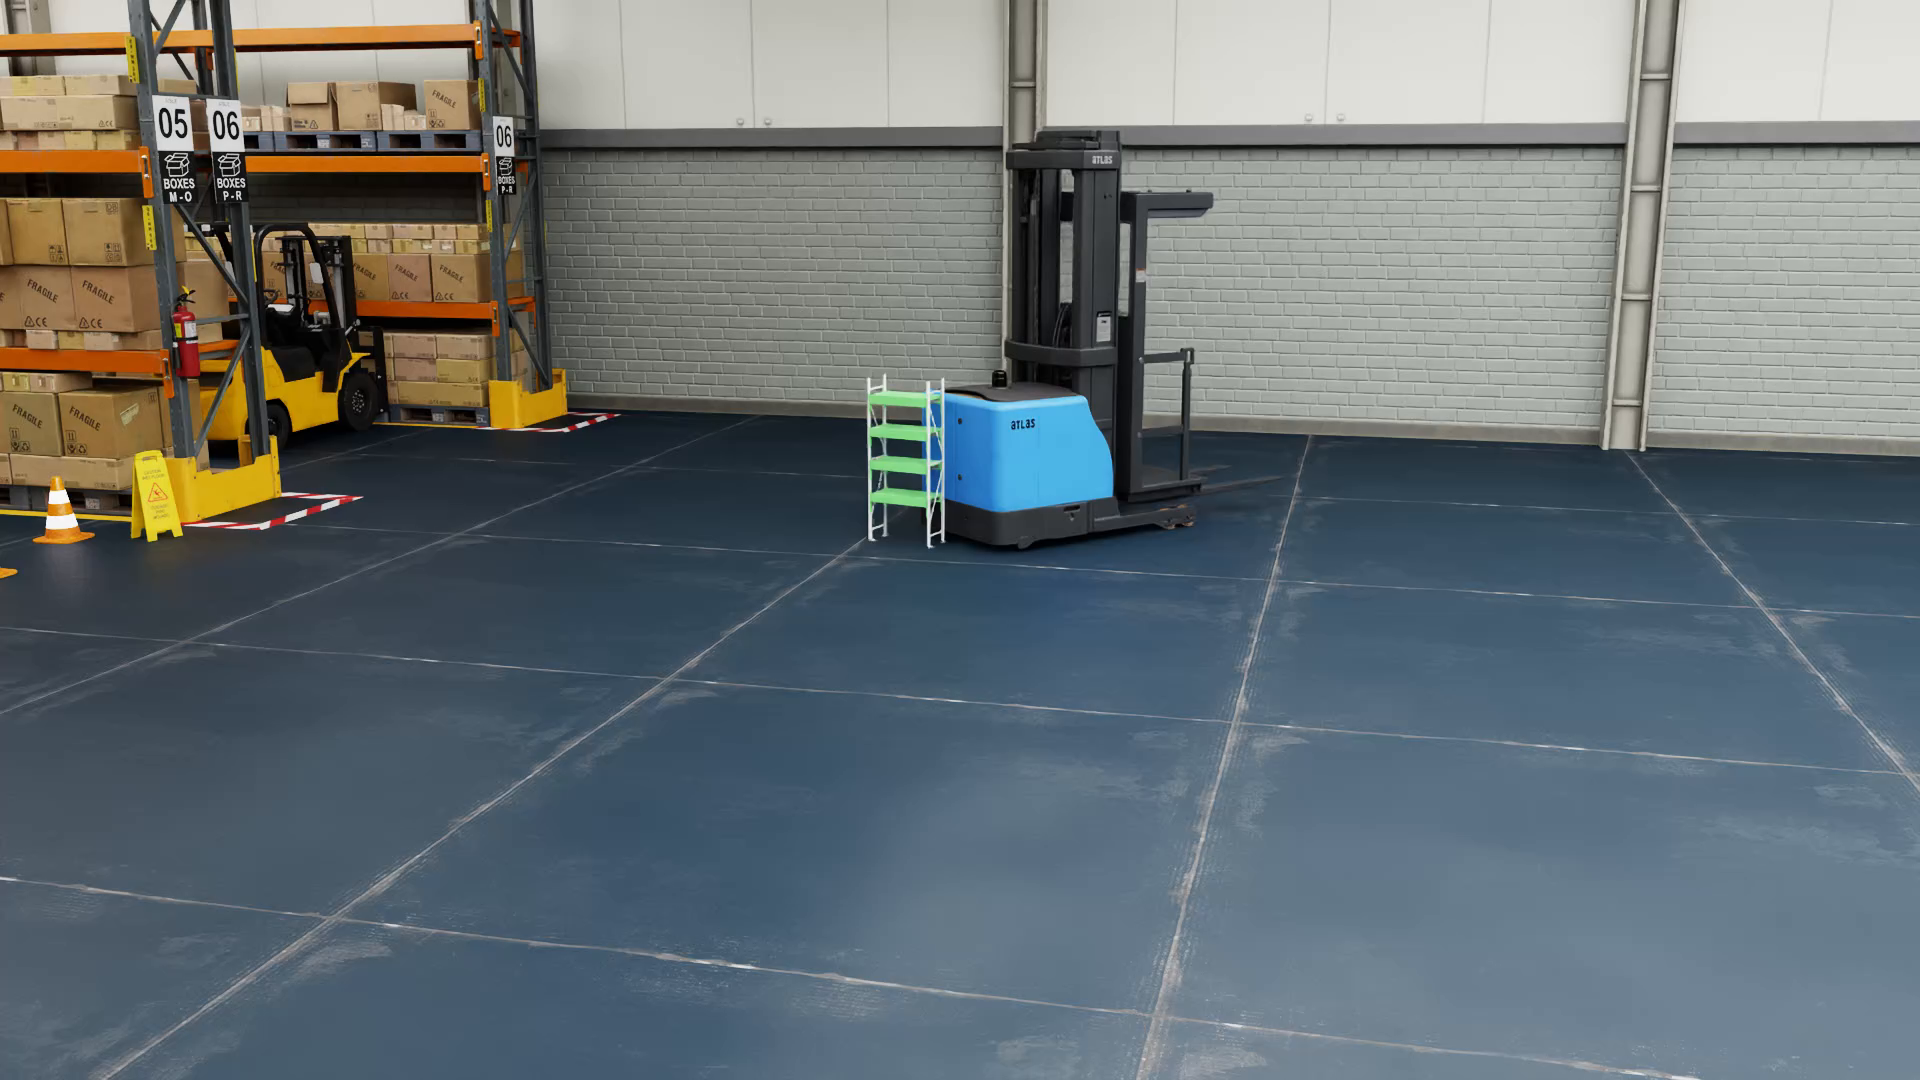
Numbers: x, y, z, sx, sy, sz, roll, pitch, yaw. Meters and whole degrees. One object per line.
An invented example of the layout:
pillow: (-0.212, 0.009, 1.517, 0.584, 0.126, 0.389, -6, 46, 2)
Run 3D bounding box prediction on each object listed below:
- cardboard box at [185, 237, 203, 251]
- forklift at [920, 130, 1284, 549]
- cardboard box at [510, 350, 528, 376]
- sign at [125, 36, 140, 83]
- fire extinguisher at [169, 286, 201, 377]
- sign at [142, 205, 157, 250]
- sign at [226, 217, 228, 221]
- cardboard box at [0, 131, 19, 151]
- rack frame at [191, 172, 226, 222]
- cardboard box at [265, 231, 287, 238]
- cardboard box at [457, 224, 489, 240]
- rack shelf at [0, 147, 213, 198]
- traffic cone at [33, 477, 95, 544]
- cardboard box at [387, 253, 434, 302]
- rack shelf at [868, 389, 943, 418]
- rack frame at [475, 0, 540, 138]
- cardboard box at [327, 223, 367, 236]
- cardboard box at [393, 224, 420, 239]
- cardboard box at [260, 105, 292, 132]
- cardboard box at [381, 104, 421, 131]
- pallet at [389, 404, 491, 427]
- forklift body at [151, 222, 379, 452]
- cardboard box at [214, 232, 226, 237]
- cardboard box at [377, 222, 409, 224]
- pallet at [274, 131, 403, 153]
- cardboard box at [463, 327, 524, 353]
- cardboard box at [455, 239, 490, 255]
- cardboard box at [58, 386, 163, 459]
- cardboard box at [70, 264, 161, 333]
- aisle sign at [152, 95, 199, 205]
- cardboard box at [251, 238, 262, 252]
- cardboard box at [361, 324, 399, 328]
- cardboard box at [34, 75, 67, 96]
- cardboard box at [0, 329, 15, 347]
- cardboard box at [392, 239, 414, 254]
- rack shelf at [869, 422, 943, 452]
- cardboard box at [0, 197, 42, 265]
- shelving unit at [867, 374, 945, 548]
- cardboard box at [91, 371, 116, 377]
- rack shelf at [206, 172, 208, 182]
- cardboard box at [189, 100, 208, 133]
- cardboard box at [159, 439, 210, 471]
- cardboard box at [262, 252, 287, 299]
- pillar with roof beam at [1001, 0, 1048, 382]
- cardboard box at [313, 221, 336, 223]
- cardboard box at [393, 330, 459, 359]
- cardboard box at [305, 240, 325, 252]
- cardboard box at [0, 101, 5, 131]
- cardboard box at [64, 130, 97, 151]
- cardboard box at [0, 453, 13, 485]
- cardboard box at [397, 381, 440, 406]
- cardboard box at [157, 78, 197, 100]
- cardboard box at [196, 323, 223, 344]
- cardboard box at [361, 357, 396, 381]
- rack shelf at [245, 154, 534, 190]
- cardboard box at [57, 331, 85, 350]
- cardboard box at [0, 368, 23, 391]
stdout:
cardboard box: (-8.337, -3.267, 18.307, 0.250, 0.149, 0.380, 3, 13, 13)
forklift: (1.201, -1.593, 12.646, 3.031, 2.935, 1.130, -9, 15, -34)
cardboard box: (-5.107, -1.941, 18.282, 0.500, 0.250, 0.500, 3, 13, 15)
sign: (-6.038, -3.503, 12.129, 0.005, 0.325, 0.100, 3, 13, 14)
fire extinguisher: (-5.885, -1.582, 12.616, 0.183, 0.674, 0.296, 3, 13, 14)
sign: (-6.038, -2.326, 12.390, 0.005, 0.325, 0.100, 3, 13, 14)
sign: (-8.452, -3.552, 19.136, 0.005, 0.325, 0.100, 3, 13, 14)
cardboard box: (-7.282, -3.081, 12.849, 0.250, 0.149, 0.380, 3, 13, 13)
rack frame: (-8.584, -2.974, 18.712, 0.127, 3.000, 1.000, 3, 13, 14)
cardboard box: (-7.336, -3.357, 18.024, 0.250, 0.149, 0.380, 3, 13, 13)
cardboard box: (-5.098, -3.251, 17.547, 0.250, 0.149, 0.380, 3, 13, 14)
rack shelf: (-7.828, -2.939, 13.292, 4.000, 0.370, 1.077, 3, 13, 14)
traffic cone: (-6.612, -0.235, 12.224, 0.334, 0.463, 0.336, 3, 13, 14)
cardboard box: (-5.742, -2.814, 17.762, 0.500, 0.500, 0.500, 3, 13, 15)
rack shelf: (-0.390, -0.982, 11.967, 0.480, 0.148, 0.258, 7, 14, 27)
rack frame: (-4.700, -5.695, 17.127, 0.127, 3.000, 1.000, 3, 13, 14)
cardboard box: (-6.589, -3.330, 17.901, 0.250, 0.149, 0.380, 3, 13, 14)
cardboard box: (-5.830, -3.294, 17.740, 0.250, 0.149, 0.380, 3, 13, 14)
cardboard box: (-7.216, -4.486, 17.711, 0.258, 0.266, 0.396, 3, 13, 12)
cardboard box: (-5.824, -4.411, 17.375, 0.258, 0.266, 0.396, 3, 13, 14)
pallet: (-5.453, -1.436, 18.218, 1.213, 0.211, 1.003, 3, 13, 14)
forklift body: (-6.978, -2.067, 16.583, 1.214, 2.155, 2.313, 3, 13, 14)
cardboard box: (-8.065, -3.415, 18.284, 0.250, 0.149, 0.380, 3, 13, 14)
cardboard box: (-6.211, -3.429, 18.351, 0.250, 0.149, 0.380, 3, 13, 12)
pallet: (-6.569, -4.292, 17.935, 1.213, 0.211, 1.003, 3, 13, 14)
cardboard box: (-5.122, -2.182, 18.213, 0.500, 0.250, 0.500, 3, 13, 13)
cardboard box: (-5.104, -3.091, 17.511, 0.250, 0.149, 0.380, 3, 13, 14)
cardboard box: (-6.726, -0.938, 13.182, 0.500, 0.500, 0.500, 3, 13, 14)
cardboard box: (-6.479, -1.887, 12.894, 0.500, 0.500, 0.500, 3, 13, 13)
aisle sign: (-5.895, -2.927, 12.500, 0.004, 0.787, 0.394, 3, 13, 14)
cardboard box: (-7.604, -3.218, 18.086, 0.250, 0.149, 0.380, 3, 13, 15)
cardboard box: (-6.586, -2.263, 18.580, 0.500, 0.250, 0.500, 3, 13, 12)
cardboard box: (-6.778, -3.440, 12.625, 0.250, 0.149, 0.380, 3, 13, 13)
cardboard box: (-7.559, -1.626, 13.216, 0.250, 0.149, 0.380, 3, 13, 13)
cardboard box: (-5.834, -3.139, 17.730, 0.250, 0.149, 0.380, 3, 13, 13)
rack shelf: (-0.390, -0.747, 12.019, 0.480, 0.148, 0.258, 7, 14, 27)
cardboard box: (-7.444, -2.418, 12.980, 0.500, 0.500, 0.700, 3, 13, 13)
shelving unit: (-0.390, -0.575, 12.057, 0.503, 1.200, 0.258, 7, 14, 27)
cardboard box: (-9.845, -2.086, 19.224, 0.625, 0.625, 0.875, 3, 13, 13)
rack shelf: (-10.525, -4.191, 18.933, 4.000, 0.370, 1.077, 3, 13, 14)
cardboard box: (-6.310, -3.341, 13.100, 0.500, 0.250, 0.500, 3, 13, 13)
cardboard box: (-6.603, -0.685, 13.774, 0.500, 0.250, 0.500, 3, 13, 13)
cardboard box: (-7.214, -2.895, 18.127, 0.500, 0.500, 0.500, 3, 13, 13)
pillar with roof beam: (-0.367, -4.704, 12.660, 0.400, 9.000, 9.100, 3, 13, 14)
cardboard box: (-6.966, -3.458, 18.481, 0.250, 0.149, 0.380, 3, 13, 13)
cardboard box: (-5.719, -2.101, 17.847, 0.500, 0.250, 0.500, 3, 13, 15)
cardboard box: (-6.841, -3.183, 17.927, 0.250, 0.149, 0.380, 3, 13, 12)
cardboard box: (-7.440, -3.281, 12.830, 0.500, 0.250, 0.500, 3, 13, 15)
cardboard box: (-6.549, -3.030, 12.619, 0.250, 0.149, 0.380, 3, 13, 14)
cardboard box: (-7.746, -0.625, 13.503, 0.500, 0.250, 0.500, 3, 13, 12)
cardboard box: (-5.713, -1.615, 17.965, 0.500, 0.250, 0.500, 3, 13, 14)
cardboard box: (-6.182, -3.515, 12.963, 0.250, 0.149, 0.380, 3, 13, 13)
cardboard box: (-6.166, -1.661, 13.374, 0.250, 0.149, 0.380, 3, 13, 14)
cardboard box: (-6.238, -1.883, 18.021, 0.500, 0.250, 0.500, 3, 13, 12)
rack shelf: (-6.642, -3.983, 17.998, 4.000, 0.370, 1.077, 3, 13, 14)
cardboard box: (-6.817, -1.582, 13.017, 0.250, 0.149, 0.380, 3, 13, 13)
cardboard box: (-7.597, -1.287, 13.259, 0.250, 0.149, 0.380, 4, 13, 16)
